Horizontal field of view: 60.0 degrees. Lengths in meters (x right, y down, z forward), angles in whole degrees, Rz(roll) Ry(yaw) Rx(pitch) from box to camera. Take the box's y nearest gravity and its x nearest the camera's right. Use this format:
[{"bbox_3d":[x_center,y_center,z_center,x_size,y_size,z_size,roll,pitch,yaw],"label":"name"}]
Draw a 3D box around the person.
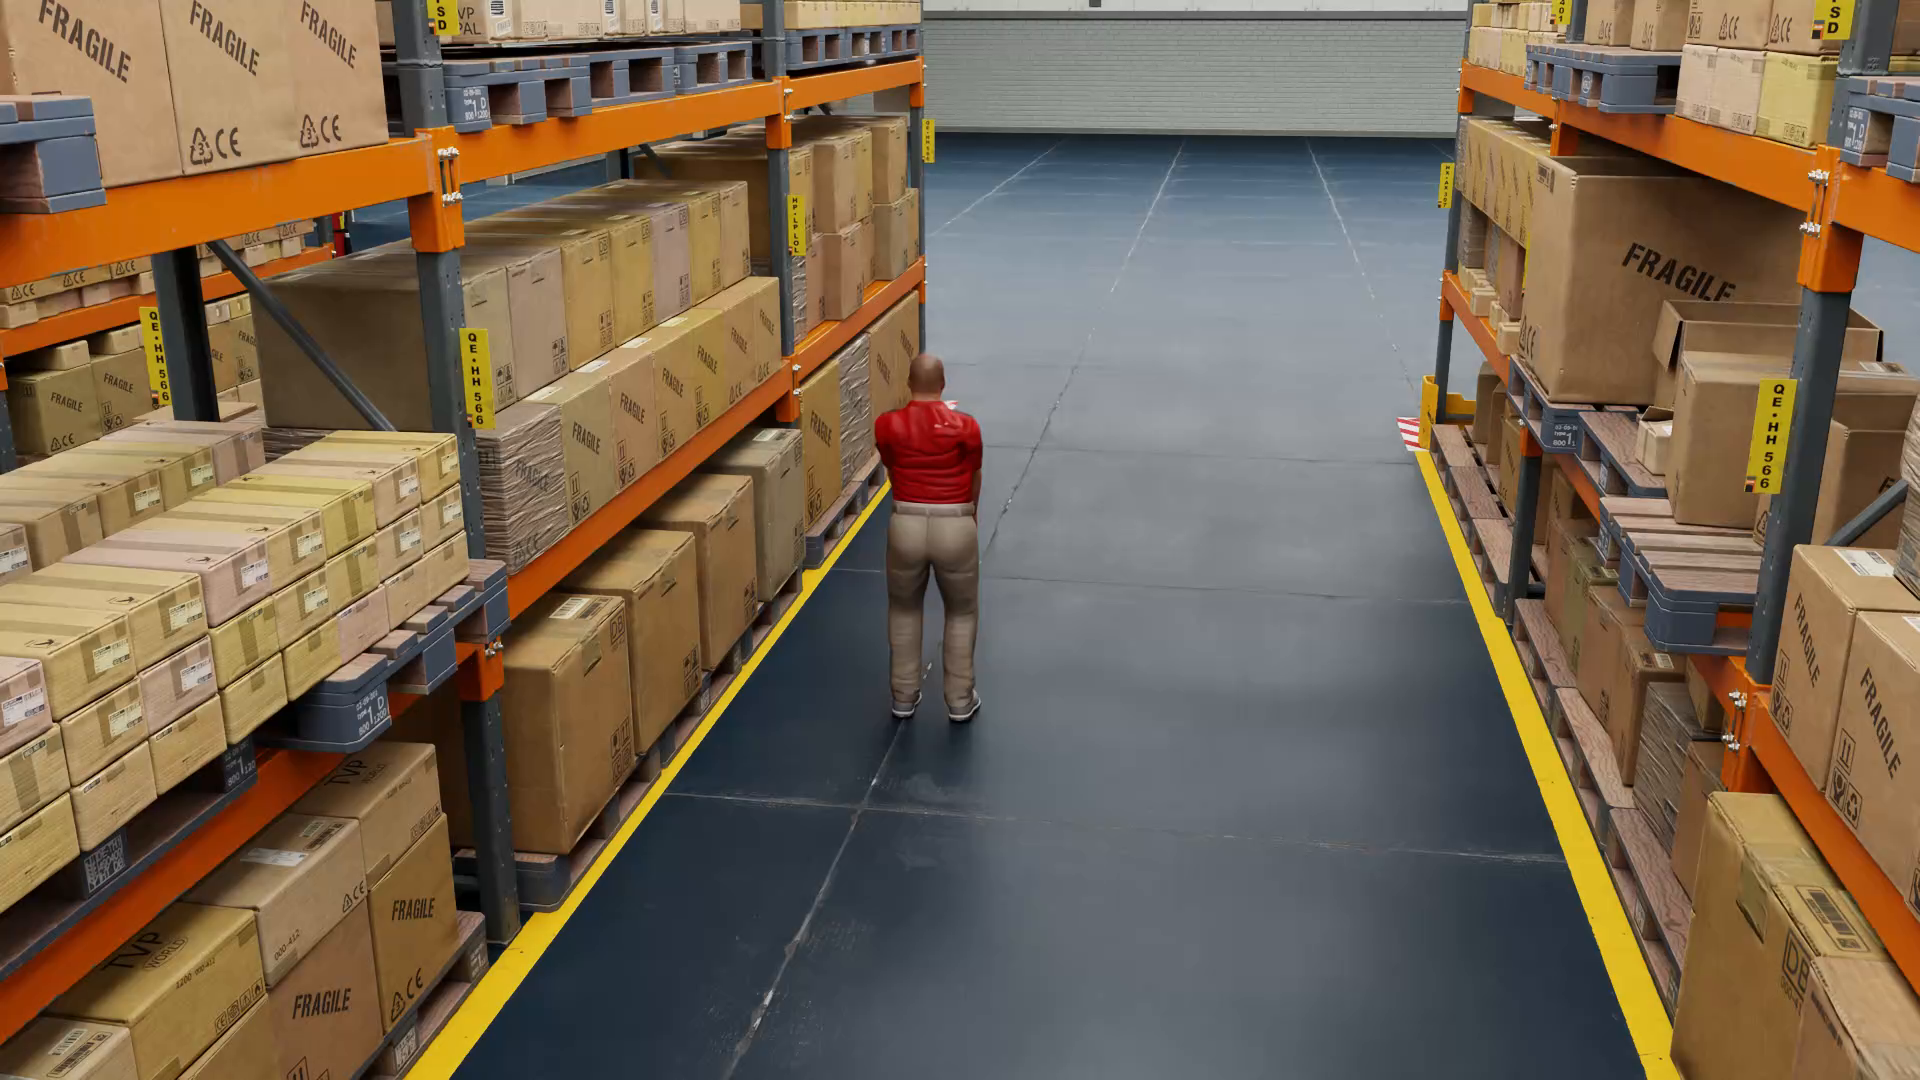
[{"bbox_3d":[-0.128,0.005,7.723,0.490,1.640,0.519,3,18,8],"label":"person"}]
